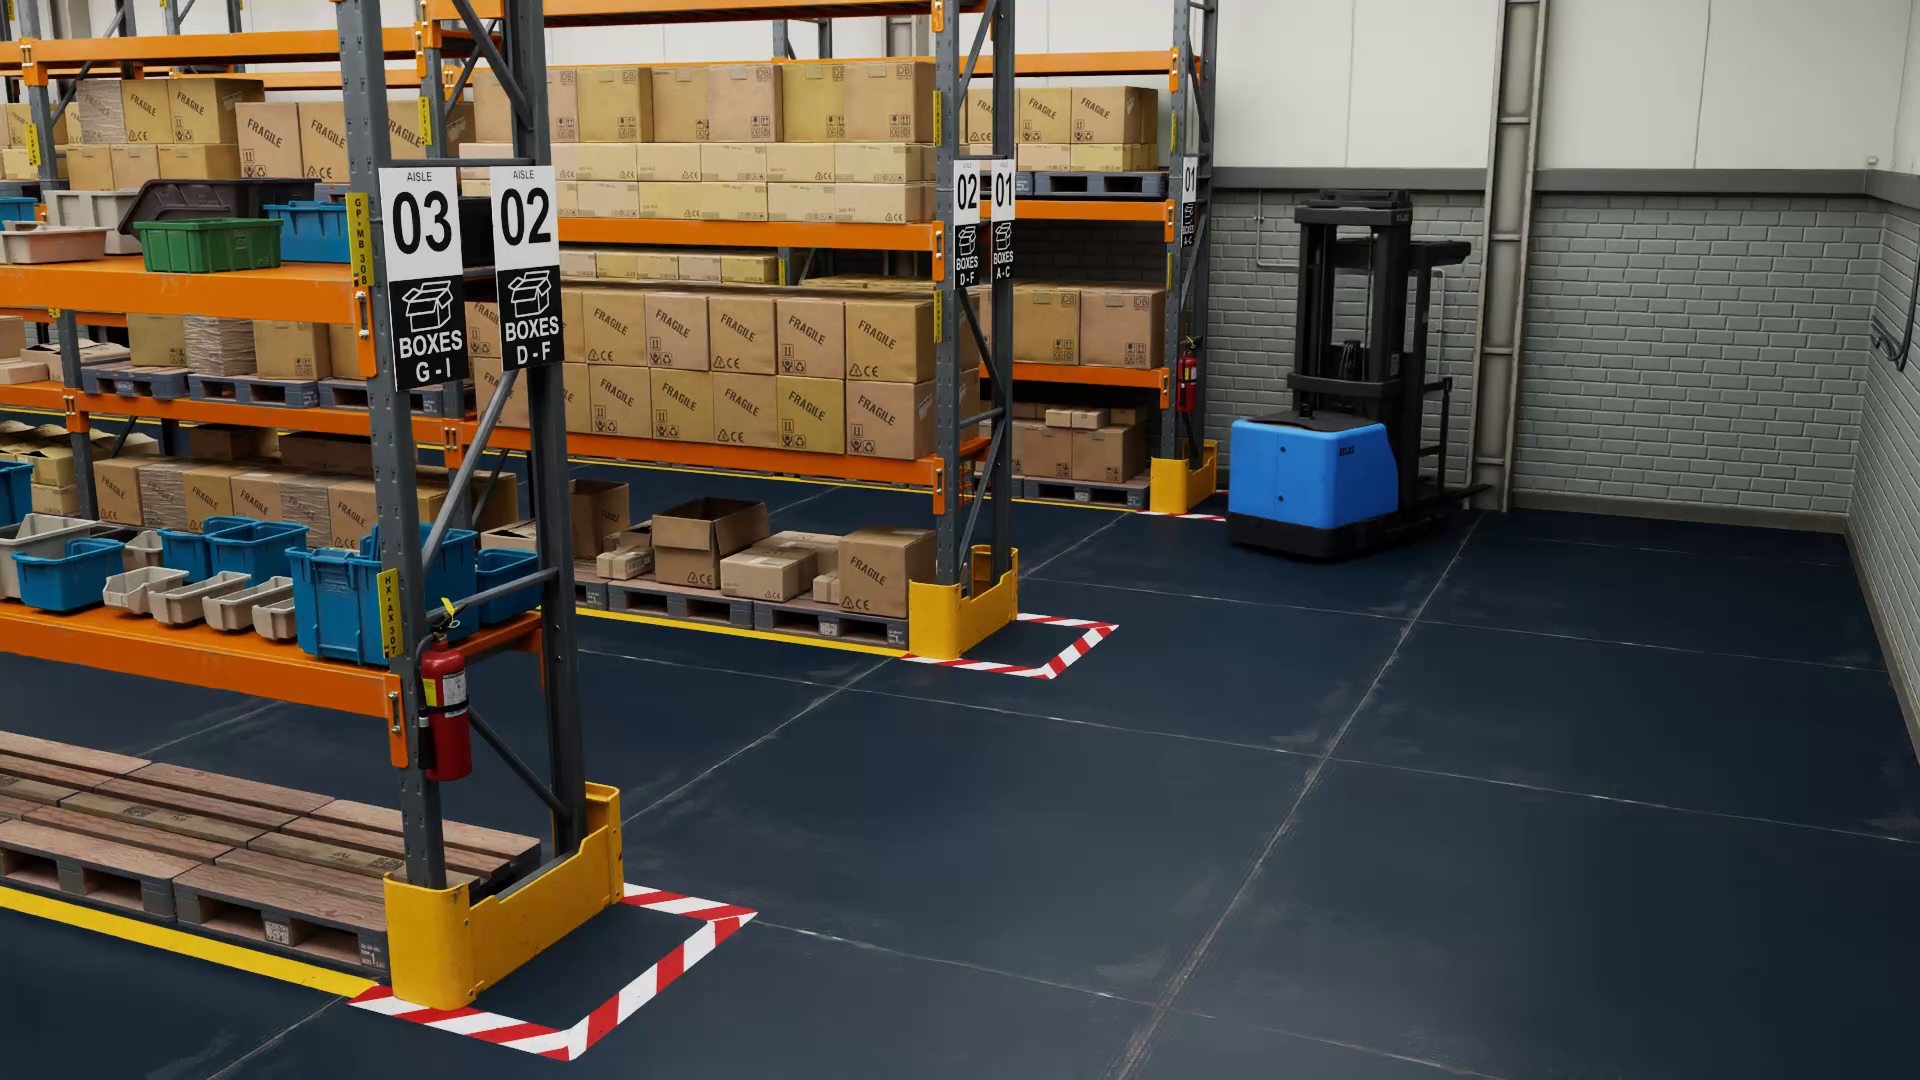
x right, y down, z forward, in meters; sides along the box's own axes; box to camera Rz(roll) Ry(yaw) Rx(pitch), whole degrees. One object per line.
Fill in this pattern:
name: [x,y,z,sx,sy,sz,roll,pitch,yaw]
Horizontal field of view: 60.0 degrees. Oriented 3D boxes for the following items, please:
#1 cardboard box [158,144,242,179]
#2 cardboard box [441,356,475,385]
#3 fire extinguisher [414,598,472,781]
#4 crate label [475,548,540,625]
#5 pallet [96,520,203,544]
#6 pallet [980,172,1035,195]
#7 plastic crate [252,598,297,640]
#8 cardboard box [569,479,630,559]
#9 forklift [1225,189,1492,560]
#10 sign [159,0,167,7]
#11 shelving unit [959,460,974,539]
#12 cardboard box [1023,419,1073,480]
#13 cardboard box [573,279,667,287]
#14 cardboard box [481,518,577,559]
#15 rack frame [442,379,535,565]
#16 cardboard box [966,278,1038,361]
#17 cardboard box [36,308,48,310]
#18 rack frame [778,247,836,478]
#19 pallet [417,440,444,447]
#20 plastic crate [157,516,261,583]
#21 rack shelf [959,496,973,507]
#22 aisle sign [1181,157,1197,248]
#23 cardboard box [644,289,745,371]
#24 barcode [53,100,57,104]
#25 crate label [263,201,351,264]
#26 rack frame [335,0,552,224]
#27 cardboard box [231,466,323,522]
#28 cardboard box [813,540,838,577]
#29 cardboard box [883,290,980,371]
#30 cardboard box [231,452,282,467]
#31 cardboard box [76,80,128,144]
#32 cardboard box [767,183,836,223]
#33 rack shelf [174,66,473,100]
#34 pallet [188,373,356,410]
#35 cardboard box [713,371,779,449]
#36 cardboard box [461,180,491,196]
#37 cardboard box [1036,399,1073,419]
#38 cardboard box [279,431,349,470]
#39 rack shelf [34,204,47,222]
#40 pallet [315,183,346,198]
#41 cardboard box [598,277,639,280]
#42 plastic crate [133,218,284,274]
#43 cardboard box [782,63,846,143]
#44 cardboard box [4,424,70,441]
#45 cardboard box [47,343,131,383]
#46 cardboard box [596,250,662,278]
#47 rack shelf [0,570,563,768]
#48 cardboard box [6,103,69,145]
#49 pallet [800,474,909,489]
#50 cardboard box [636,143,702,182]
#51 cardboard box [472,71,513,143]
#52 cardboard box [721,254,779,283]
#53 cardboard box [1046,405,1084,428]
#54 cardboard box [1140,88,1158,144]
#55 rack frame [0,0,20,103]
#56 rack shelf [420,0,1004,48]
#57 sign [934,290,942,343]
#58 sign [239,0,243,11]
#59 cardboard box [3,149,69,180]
cardboard box: [-5.854,-2.918,13.341,0.500,0.500,0.910,6,14,23]
cardboard box: [-3.894,-1.512,12.993,0.500,0.500,0.700,1,13,4]
fire extinguisher: [-1.950,0.564,6.269,0.183,0.674,0.296,6,14,23]
crate label: [-1.996,0.197,7.084,0.303,0.233,0.416,6,14,23]
pallet: [-6.541,-0.104,14.234,1.213,0.211,1.003,6,14,23]
pallet: [0.307,-3.429,15.930,1.213,0.211,1.003,6,14,23]
plastic crate: [-2.723,0.298,6.865,0.243,0.136,0.396,6,14,23]
cardboard box: [-2.915,-0.172,12.929,0.500,0.500,0.500,6,14,23]
forklift: [3.636,-1.531,14.362,3.031,2.935,1.130,-13,18,-43]
sign: [-9.099,-6.246,18.955,0.005,0.325,0.100,6,14,23]
shelving unit: [-0.013,-0.585,14.123,0.189,1.200,0.258,6,14,23]
cardboard box: [0.971,-0.911,16.122,0.500,0.500,0.700,6,14,23]
cardboard box: [-2.515,-1.664,12.372,0.500,0.500,0.500,5,14,22]
cardboard box: [-3.255,0.011,12.565,0.500,0.311,0.500,6,14,23]
rack frame: [-3.551,-1.168,12.666,0.127,3.000,1.000,6,14,23]
cardboard box: [0.276,-2.161,16.244,0.700,0.700,0.980,5,14,21]
cardboard box: [-11.258,-3.045,20.951,0.500,0.250,0.500,6,14,22]
rack frame: [-1.548,-2.203,17.077,0.127,3.000,1.000,6,14,23]
pallet: [-5.919,-1.288,19.283,1.213,0.211,1.003,6,14,23]
plastic crate: [-3.474,0.047,7.722,0.300,0.233,0.416,6,14,23]
rack shelf: [-0.013,-0.309,14.188,0.180,0.103,0.258,6,14,23]
aisle sign: [2.053,-3.029,14.907,0.004,0.787,0.394,6,14,23]
cardboard box: [-1.820,-1.458,11.495,0.500,0.500,0.500,6,15,25]
barcode: [-11.668,-5.640,21.437,0.075,0.075,0.001,6,14,23]
crate label: [-2.616,-1.304,7.007,0.502,0.251,0.408,6,14,23]
rack frame: [-1.904,-2.684,5.996,0.127,3.000,1.000,6,14,23]
cardboard box: [-5.491,-0.292,13.440,0.500,0.500,0.500,5,14,21]
cardboard box: [-0.733,0.171,12.017,0.500,0.250,0.500,6,14,23]
cardboard box: [-0.193,-1.429,11.373,0.500,0.500,0.500,6,15,25]
cardboard box: [-5.785,-0.450,14.115,0.500,0.500,0.500,5,14,21]
cardboard box: [-6.812,-3.492,13.598,0.500,0.500,0.500,6,14,23]
cardboard box: [-0.923,-2.226,10.938,0.500,0.250,0.500,6,14,23]
rack shelf: [-7.034,-5.134,18.886,4.000,0.370,1.077,6,14,23]
pallet: [-5.428,-1.266,13.503,1.213,0.211,1.003,6,14,23]
cardboard box: [-1.343,-0.926,11.415,0.500,0.500,0.500,6,14,24]
cardboard box: [-3.207,-2.459,11.929,0.500,0.250,0.500,6,14,23]
cardboard box: [0.932,-1.280,16.277,0.250,0.149,0.380,6,14,24]
cardboard box: [-5.268,-0.765,13.815,0.500,0.250,0.500,5,14,22]
rack shelf: [-9.037,-2.833,14.772,4.000,0.370,1.077,6,14,23]
pallet: [-5.069,-2.707,13.071,1.003,0.211,1.213,6,14,23]
cardboard box: [-3.457,-2.535,17.578,0.500,0.500,0.500,6,15,25]
plastic crate: [-2.921,-1.152,6.498,0.336,0.188,0.450,6,14,23]
cardboard box: [-0.793,-2.902,11.081,0.500,0.500,0.700,6,14,23]
cardboard box: [-8.517,-0.881,15.316,0.500,0.311,0.500,5,14,22]
cardboard box: [-7.523,-1.538,14.436,0.500,0.311,0.500,7,15,27]
cardboard box: [-3.475,-2.905,17.512,0.500,0.250,0.500,5,14,22]
rack shelf: [-3.732,0.402,7.552,4.000,0.370,1.077,6,14,23]
cardboard box: [-11.355,-5.130,20.536,0.500,0.500,0.500,6,15,25]
pallet: [-0.885,-0.759,17.026,1.213,0.211,1.003,6,14,23]
cardboard box: [-1.840,-2.561,11.271,0.500,0.250,0.500,6,14,23]
cardboard box: [-3.091,-3.127,12.040,0.500,0.500,0.700,6,14,23]
cardboard box: [-2.079,-2.761,16.900,0.500,0.250,0.500,6,15,25]
cardboard box: [1.003,-1.177,15.839,0.250,0.149,0.380,6,15,25]
cardboard box: [1.539,-3.956,15.532,0.500,0.500,0.500,5,14,21]
rack frame: [-12.520,-6.234,21.124,0.127,3.000,1.000,6,14,23]
rack shelf: [-1.723,-3.552,11.275,4.000,0.370,1.077,6,14,23]
sign: [-0.137,-1.401,10.435,0.005,0.325,0.100,6,14,23]
sign: [-8.643,-6.512,19.918,0.005,0.325,0.100,6,14,23]
cardboard box: [-7.646,-3.160,13.999,0.500,0.250,0.500,5,14,19]
